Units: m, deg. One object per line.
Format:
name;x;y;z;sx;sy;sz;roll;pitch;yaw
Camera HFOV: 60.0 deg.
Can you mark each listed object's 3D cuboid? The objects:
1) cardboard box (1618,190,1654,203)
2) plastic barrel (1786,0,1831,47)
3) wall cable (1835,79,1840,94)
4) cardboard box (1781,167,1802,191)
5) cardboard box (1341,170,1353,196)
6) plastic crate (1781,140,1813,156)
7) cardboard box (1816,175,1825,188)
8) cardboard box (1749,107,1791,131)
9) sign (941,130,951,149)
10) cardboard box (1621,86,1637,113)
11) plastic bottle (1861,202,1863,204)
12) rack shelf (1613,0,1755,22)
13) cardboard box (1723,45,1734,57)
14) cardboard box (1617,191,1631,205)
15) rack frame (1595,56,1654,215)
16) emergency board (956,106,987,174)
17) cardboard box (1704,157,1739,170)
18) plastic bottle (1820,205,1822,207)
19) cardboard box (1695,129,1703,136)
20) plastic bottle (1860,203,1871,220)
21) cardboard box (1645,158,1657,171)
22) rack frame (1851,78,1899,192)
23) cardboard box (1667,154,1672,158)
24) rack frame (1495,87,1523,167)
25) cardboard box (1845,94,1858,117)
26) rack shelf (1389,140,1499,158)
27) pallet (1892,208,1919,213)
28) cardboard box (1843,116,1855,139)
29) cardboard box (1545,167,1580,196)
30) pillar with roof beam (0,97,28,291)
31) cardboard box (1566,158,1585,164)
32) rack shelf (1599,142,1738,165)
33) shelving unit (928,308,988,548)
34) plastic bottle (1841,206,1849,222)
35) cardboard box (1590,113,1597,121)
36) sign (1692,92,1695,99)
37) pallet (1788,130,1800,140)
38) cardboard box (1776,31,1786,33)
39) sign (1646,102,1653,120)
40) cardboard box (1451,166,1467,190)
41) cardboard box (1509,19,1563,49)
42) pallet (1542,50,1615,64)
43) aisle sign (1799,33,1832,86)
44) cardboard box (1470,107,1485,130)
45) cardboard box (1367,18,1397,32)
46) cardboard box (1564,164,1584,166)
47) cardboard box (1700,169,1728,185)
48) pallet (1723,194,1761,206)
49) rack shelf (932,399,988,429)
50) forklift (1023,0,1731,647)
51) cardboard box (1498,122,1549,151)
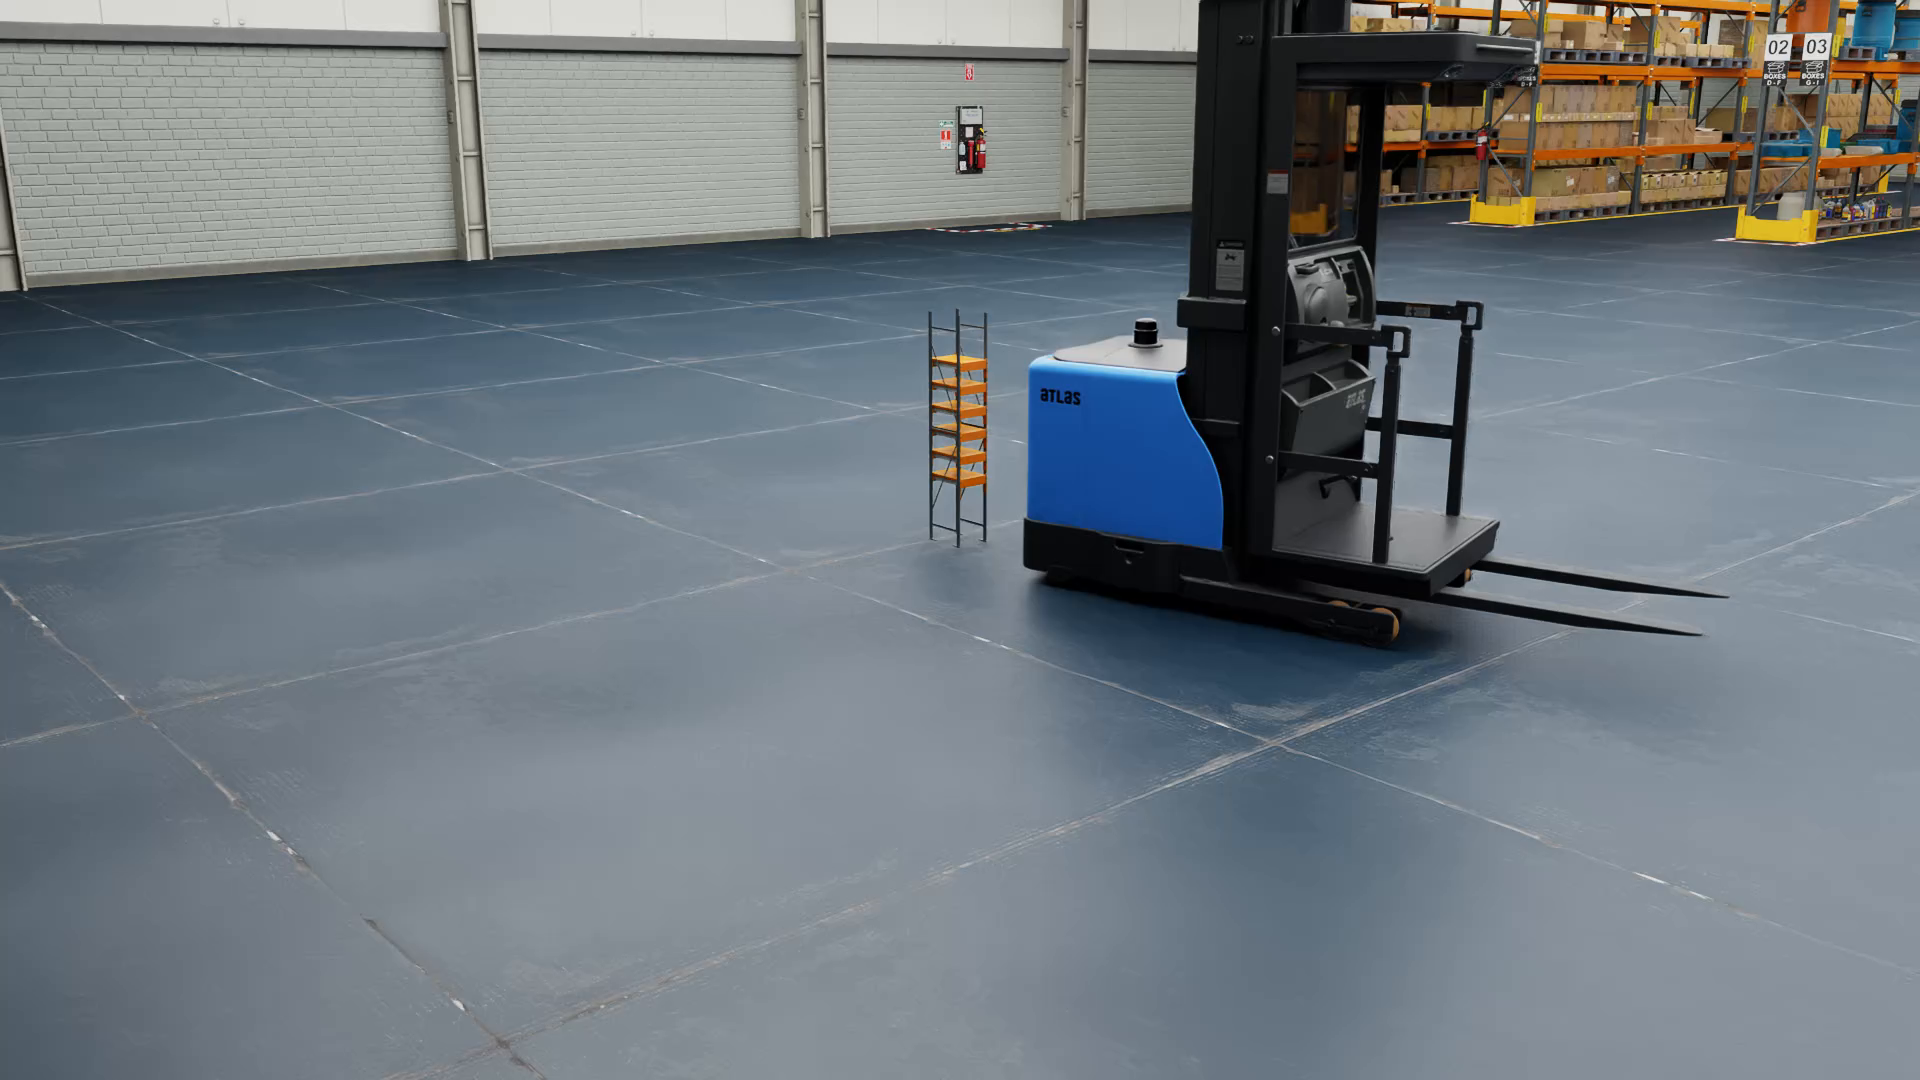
cardboard box;13.430;-6.836;33.043;0.500;0.250;0.500;-13;20;-41
plastic barrel;13.478;-8.265;26.422;0.708;0.830;0.600;-13;19;-39
wall cable;23.263;-13.225;46.839;0.112;2.526;3.097;-13;19;-39
cardboard box;18.436;-8.080;37.177;0.500;0.500;0.500;-13;19;-39
cardboard box;8.289;-7.543;35.168;0.500;0.500;0.700;-14;21;-43
plastic crate;13.870;-6.479;27.480;0.408;0.251;0.499;-13;19;-39
cardboard box;19.457;-8.239;38.140;0.500;0.311;0.500;-13;19;-39
cardboard box;18.017;-9.382;37.054;0.500;0.500;0.700;-9;17;-31
sign;-0.249;-7.030;29.188;0.234;0.329;0.001;-13;19;-39
cardboard box;12.633;-8.540;32.201;0.500;0.500;0.700;-13;19;-39
plastic bottle;15.441;-5.640;28.462;0.133;0.283;0.061;-13;19;-39
rack shelf;14.472;-10.638;33.306;4.000;0.370;1.077;-13;19;-39
cardboard box;15.676;-10.111;34.453;0.500;0.250;0.500;14;21;43
cardboard box;12.757;-6.695;32.515;0.500;0.250;0.500;-13;19;-39
rack frame;12.964;-7.941;32.667;0.127;3.000;1.000;-13;19;-39
emergency board;0.236;-7.087;29.468;0.643;1.169;0.194;-13;19;-39
cardboard box;16.572;-8.200;36.176;0.500;0.250;0.500;-12;19;-37
plastic bottle;14.728;-5.718;28.623;0.185;0.351;0.144;-12;19;-37
cardboard box;15.179;-8.462;34.790;0.500;0.311;0.500;-13;20;-40
plastic bottle;15.402;-5.594;28.304;0.135;0.276;0.152;-12;19;-38
cardboard box;17.543;-9.625;43.000;0.500;0.500;0.700;-13;20;-41
rack frame;22.016;-9.974;40.278;0.127;3.000;1.000;-13;19;-39
cardboard box;18.322;-10.051;43.339;0.250;0.149;0.380;-13;20;-40
rack frame;12.726;-9.583;38.812;0.127;3.000;1.000;-13;19;-39
cardboard box;20.316;-10.027;38.346;0.500;0.500;0.500;-13;20;-41
rack shelf;11.218;-8.896;37.637;4.000;0.370;1.077;-13;19;-39
pallet;17.700;-5.977;30.719;1.213;0.211;1.003;-13;19;-39
cardboard box;20.325;-9.550;38.495;0.500;0.500;0.500;-13;20;-40
cardboard box;11.241;-6.720;31.157;0.500;0.500;0.500;-13;19;-39
pillar with roof beam;-8.628;-6.509;15.680;0.400;9.000;9.100;-13;19;-39
cardboard box;14.670;-9.138;40.499;0.750;0.750;0.750;-12;19;-38
rack shelf;14.472;-7.932;34.029;4.000;0.370;1.077;-13;19;-39
shelving unit;-0.011;-0.577;8.586;0.189;1.200;0.258;-13;19;-39
plastic bottle;14.767;-5.440;27.736;0.097;0.271;0.097;0;15;0
cardboard box;11.742;-7.955;31.267;0.250;0.149;0.380;-12;19;-38
sign;19.107;-11.504;43.301;0.005;0.325;0.100;-13;19;-39
pallet;18.324;-9.090;37.338;1.213;0.211;1.003;-13;19;-39
cardboard box;17.566;-10.748;36.160;0.600;0.600;0.600;-14;20;-41
sign;13.329;-8.290;32.142;0.005;0.325;0.100;-13;19;-39
cardboard box;11.022;-8.214;37.678;0.500;0.500;0.700;-12;19;-39
cardboard box;10.382;-9.130;30.019;0.637;0.503;0.797;-11;18;-36
pallet;11.417;-8.993;30.962;1.213;0.211;1.003;-13;19;-39
aisle sign;13.333;-7.485;25.923;0.004;0.787;0.394;-13;19;-39
cardboard box;11.453;-9.546;37.631;0.500;0.500;0.700;-13;19;-39
cardboard box;8.715;-10.572;34.534;0.500;0.500;0.500;-14;20;-41
cardboard box;12.036;-7.074;32.482;0.500;0.500;0.500;-13;19;-39
cardboard box;15.748;-7.628;34.921;0.500;0.311;0.500;-12;19;-38
pallet;16.569;-7.391;36.010;1.213;0.211;1.003;-13;19;-39
rack shelf;-0.011;-0.650;8.566;0.180;0.103;0.258;-13;19;-39
forklift;1.818;-1.117;7.252;3.031;2.935;1.130;10;18;32
cardboard box;10.307;-7.388;30.404;0.500;0.500;0.700;-13;19;-39
